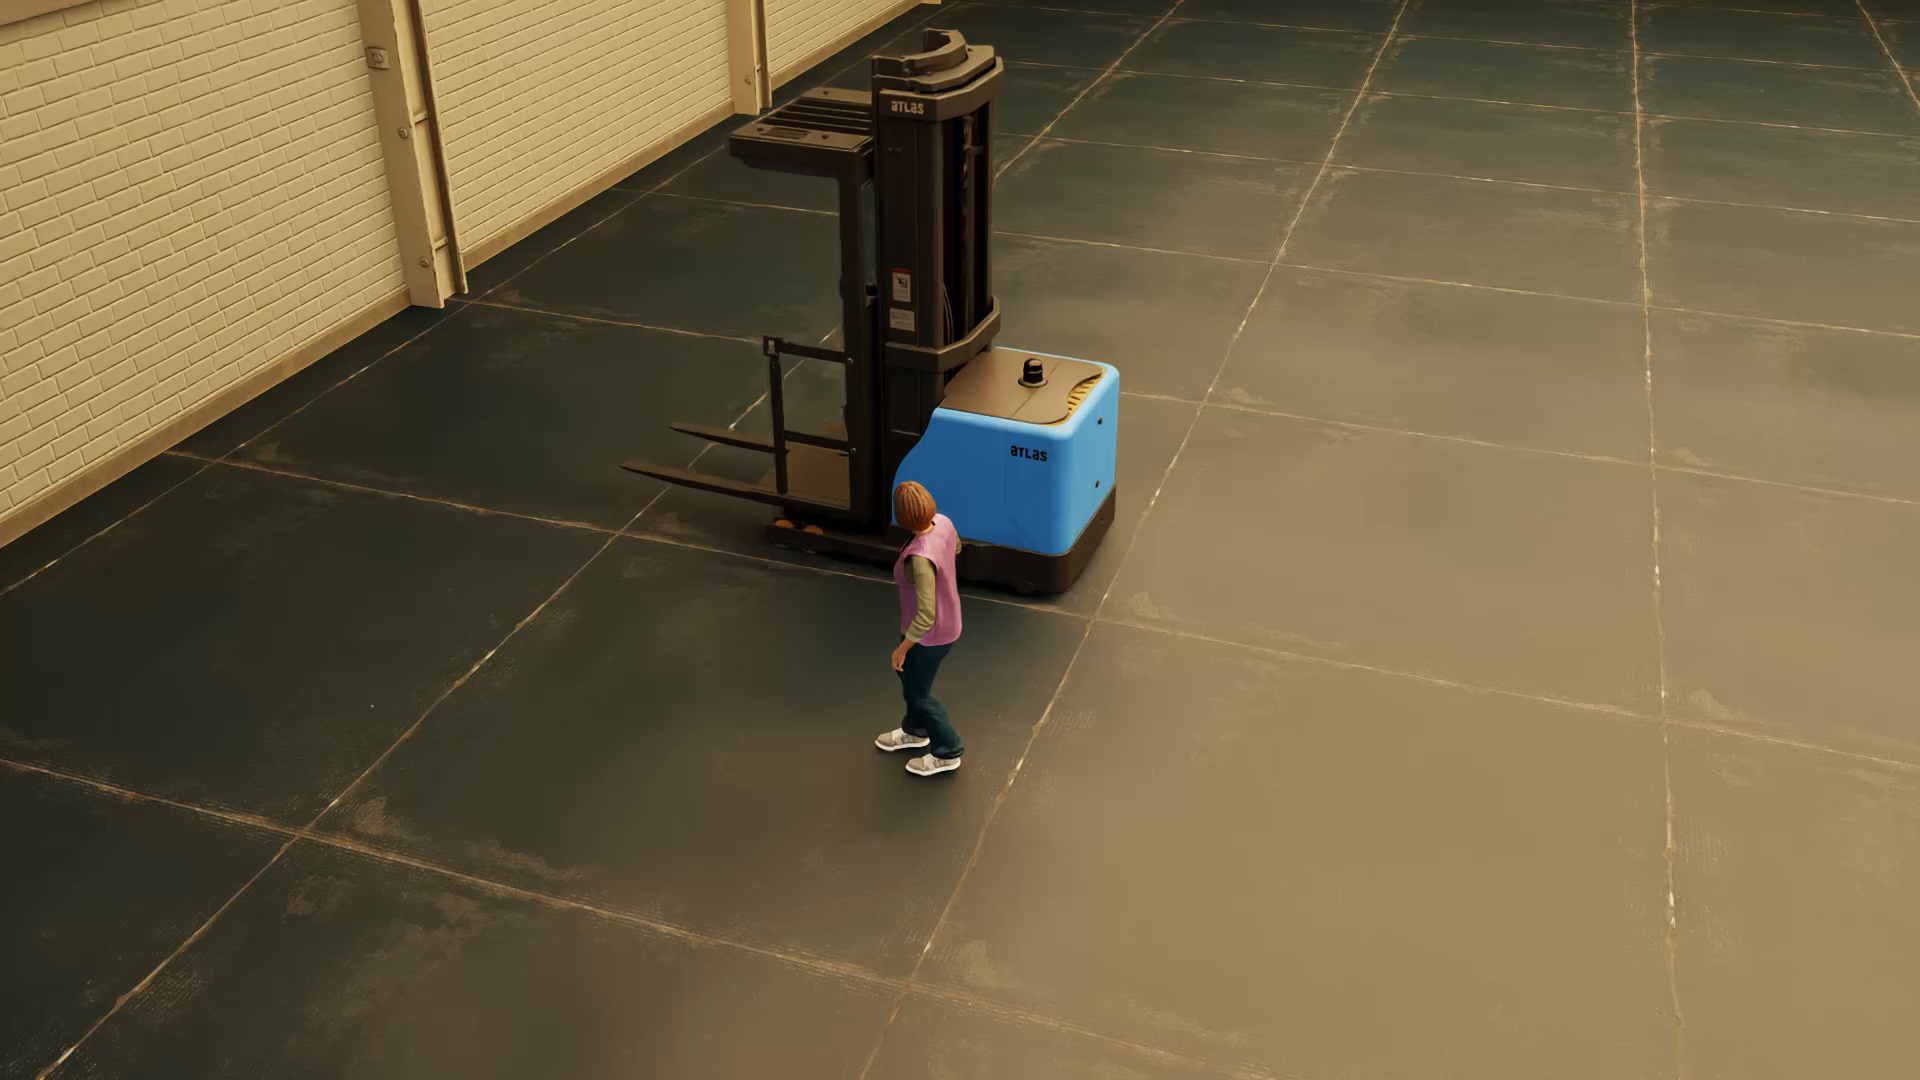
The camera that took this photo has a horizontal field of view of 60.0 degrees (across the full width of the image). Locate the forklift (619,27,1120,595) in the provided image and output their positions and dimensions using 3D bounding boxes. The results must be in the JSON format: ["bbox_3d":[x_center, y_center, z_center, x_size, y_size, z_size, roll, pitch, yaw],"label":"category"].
[{"bbox_3d":[-0.621,-1.420,9.628,3.031,2.935,1.130,11,32,19],"label":"forklift"}]

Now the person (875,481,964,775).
[{"bbox_3d":[-0.204,0.422,7.774,0.451,1.576,0.617,2,30,3],"label":"person"}]
